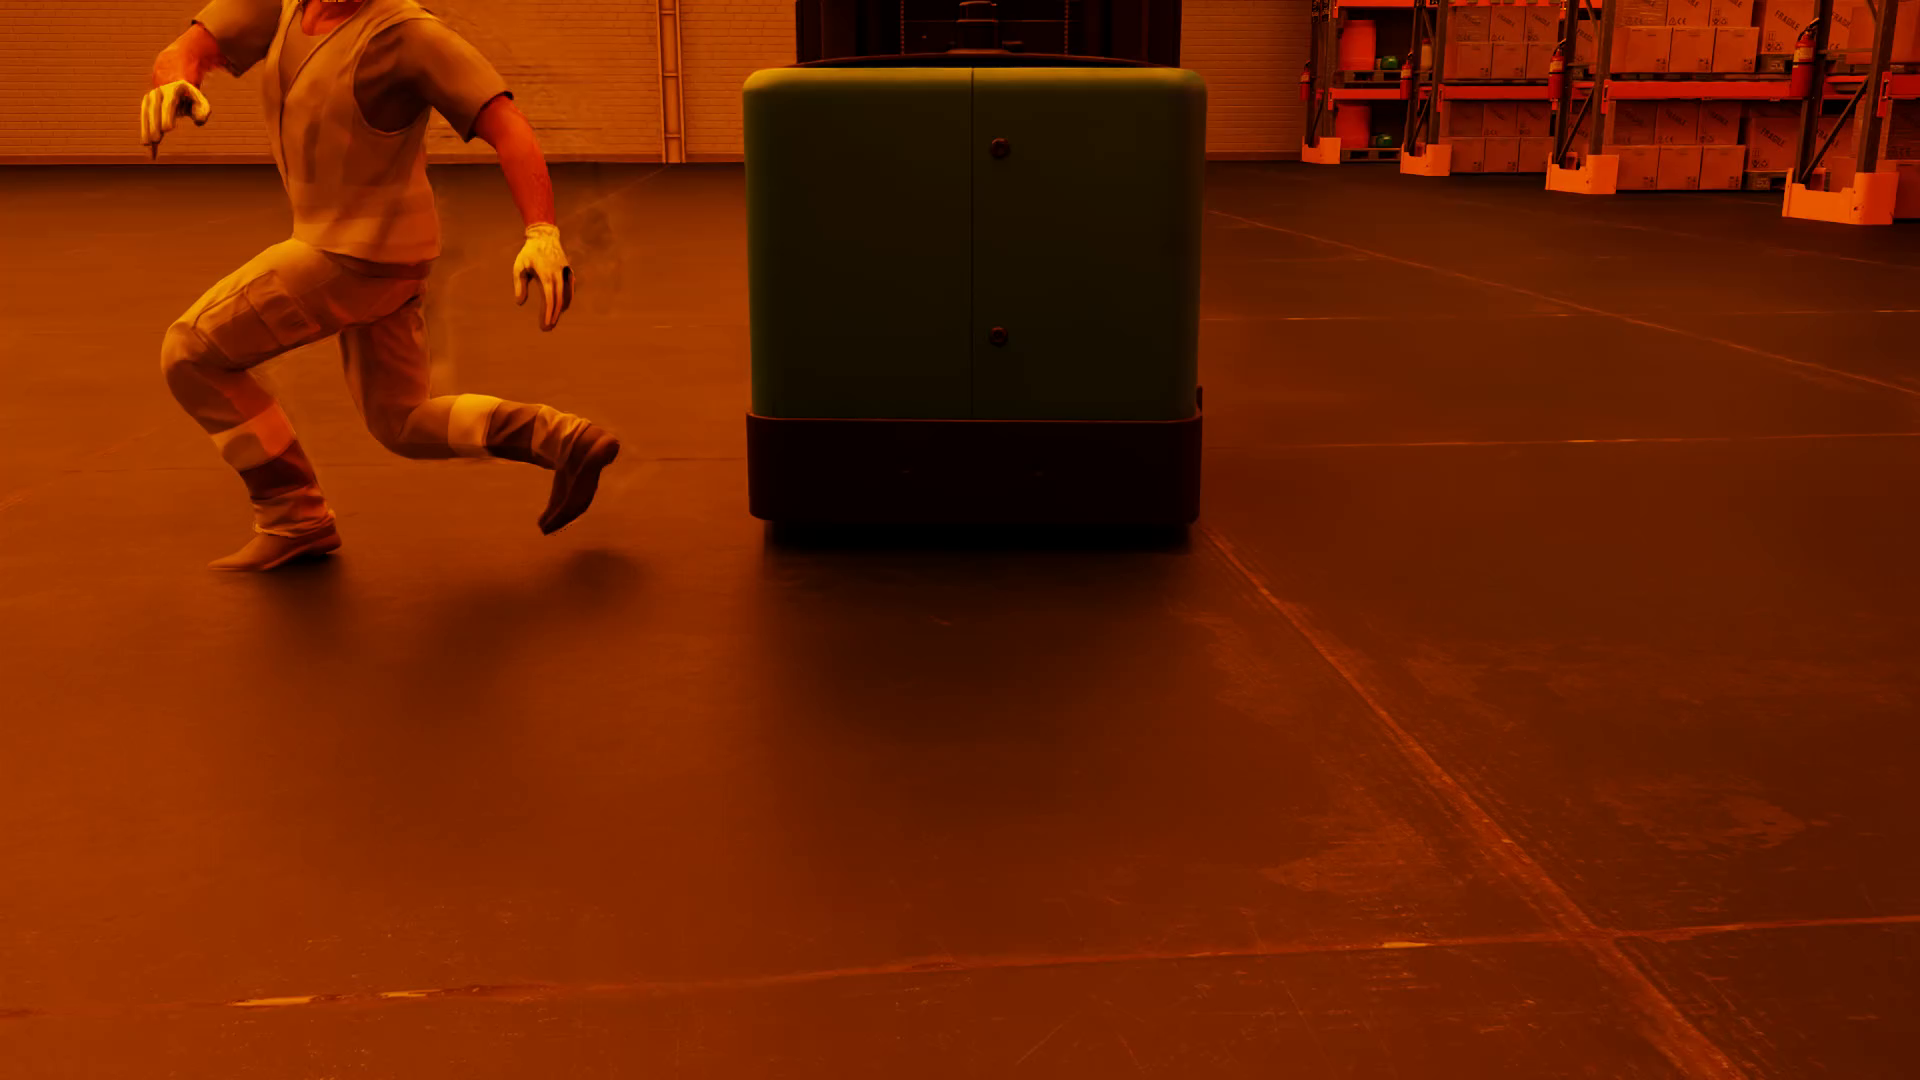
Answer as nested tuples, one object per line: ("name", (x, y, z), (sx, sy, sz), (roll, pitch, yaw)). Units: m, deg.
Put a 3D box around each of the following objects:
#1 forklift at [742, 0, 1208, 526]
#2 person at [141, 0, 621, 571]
("forklift", (0.090, -1.768, 4.898), (1.130, 2.935, 3.031), (1, 15, 2))
("person", (-1.236, -0.662, 3.565), (0.953, 1.540, 0.685), (-5, 16, -19))
